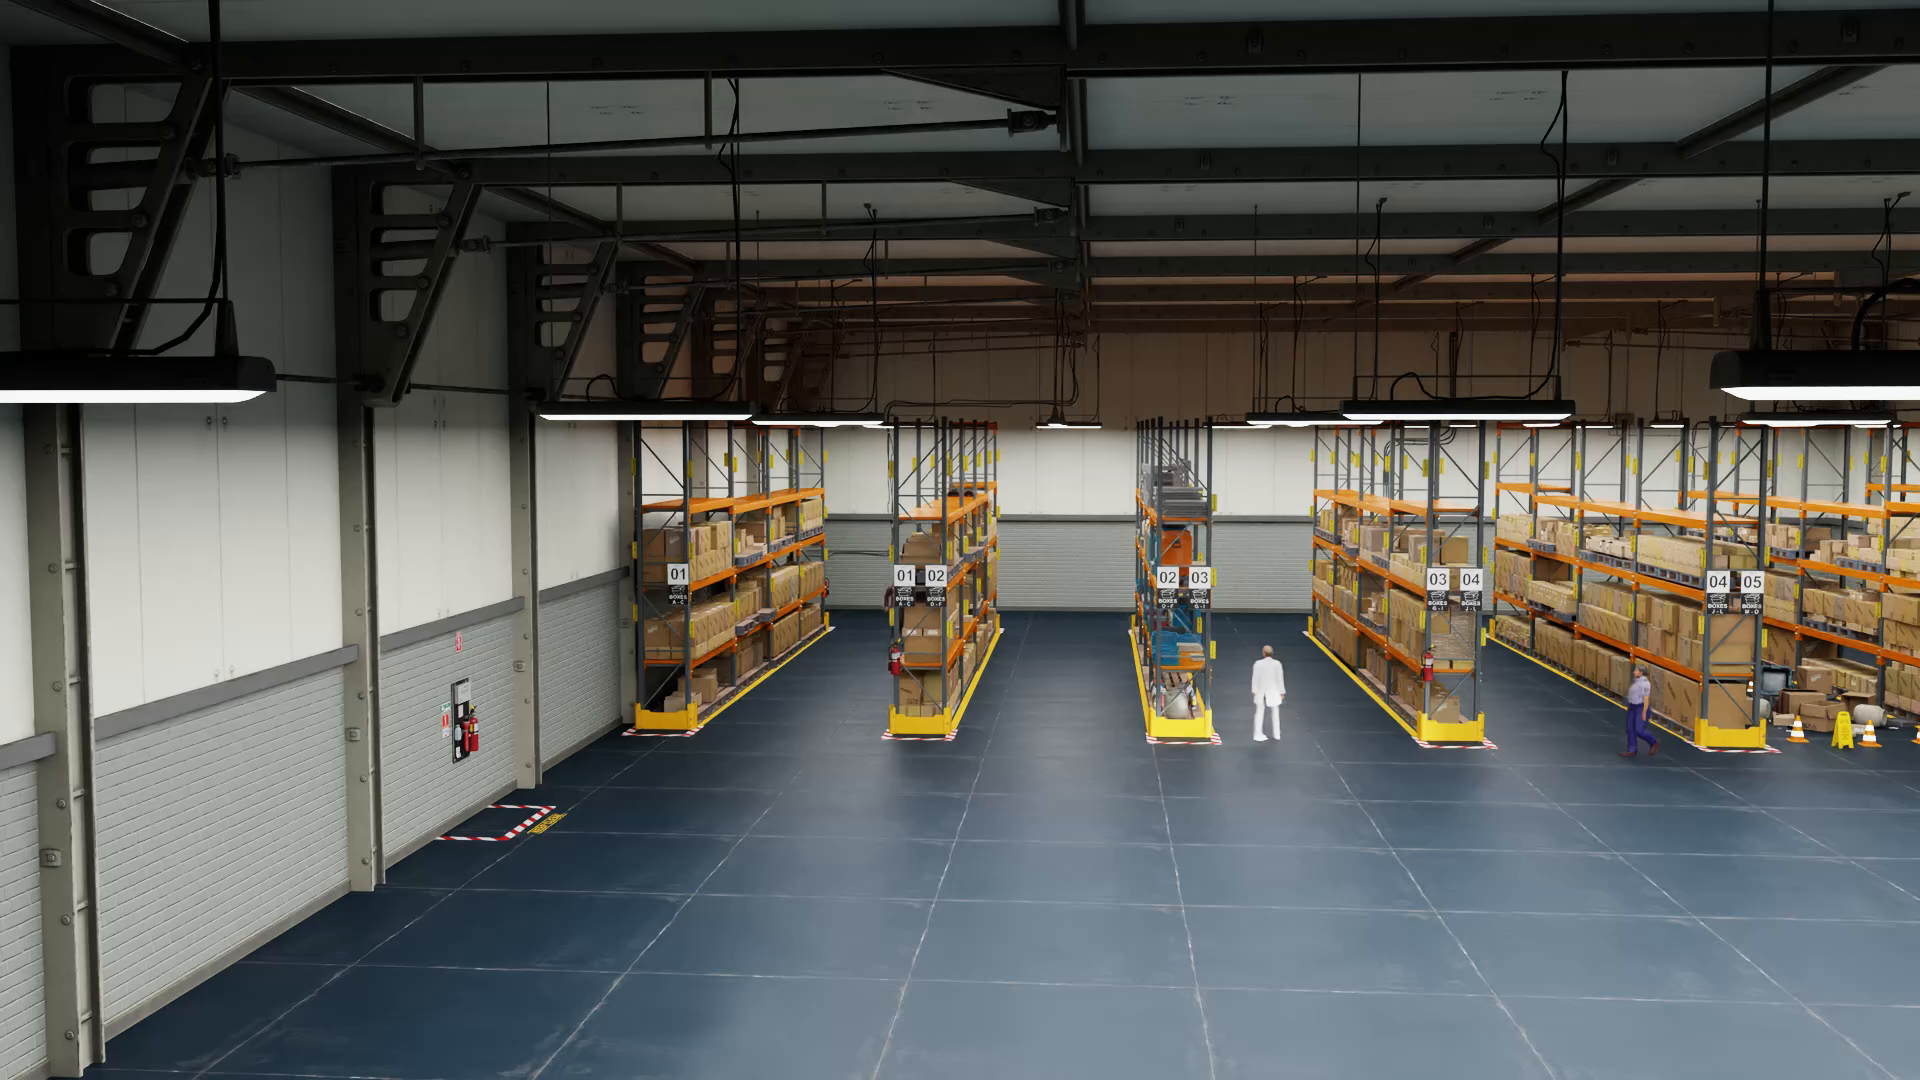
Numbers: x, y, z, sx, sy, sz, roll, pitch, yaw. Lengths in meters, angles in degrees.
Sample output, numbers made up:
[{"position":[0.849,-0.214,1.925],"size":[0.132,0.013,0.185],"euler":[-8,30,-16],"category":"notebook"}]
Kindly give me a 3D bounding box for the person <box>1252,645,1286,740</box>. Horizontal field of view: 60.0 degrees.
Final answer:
[{"position":[5.764,2.825,30.887],"size":[0.598,1.777,0.665],"euler":[2,4,26],"category":"person"}]

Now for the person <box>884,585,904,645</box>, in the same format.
[{"position":[-1.666,1.861,44.329],"size":[0.726,1.813,0.936],"euler":[0,4,5],"category":"person"}]

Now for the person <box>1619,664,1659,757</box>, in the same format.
[{"position":[11.934,2.994,29.127],"size":[0.584,1.637,0.489],"euler":[-1,4,-20],"category":"person"}]
